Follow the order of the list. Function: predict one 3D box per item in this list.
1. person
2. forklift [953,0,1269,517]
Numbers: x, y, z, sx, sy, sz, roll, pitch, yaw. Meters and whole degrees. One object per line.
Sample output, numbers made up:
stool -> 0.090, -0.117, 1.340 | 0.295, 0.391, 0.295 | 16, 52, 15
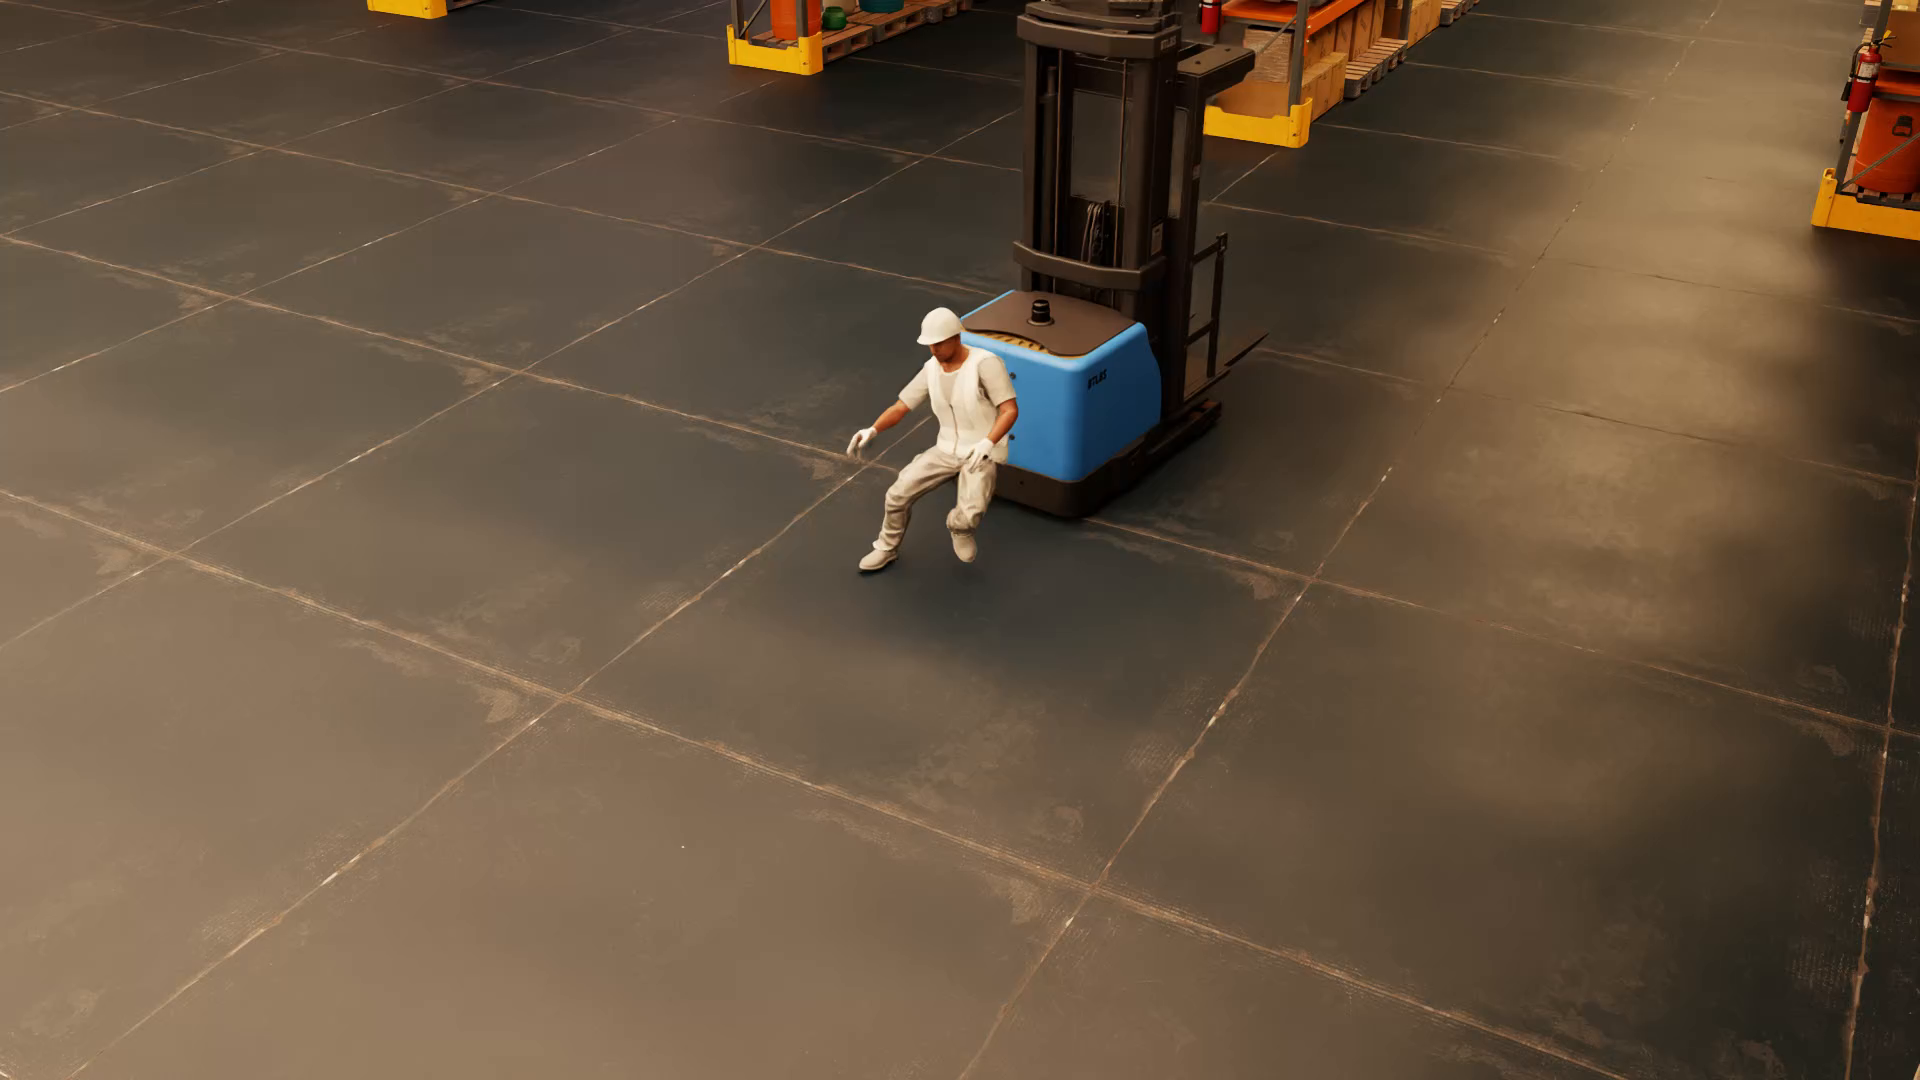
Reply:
person -> -0.147, -0.474, 9.241 | 0.837, 1.592, 0.792 | 21, 36, 32
forklift -> 1.131, -2.095, 10.700 | 1.130, 2.935, 3.031 | 19, 35, 30
